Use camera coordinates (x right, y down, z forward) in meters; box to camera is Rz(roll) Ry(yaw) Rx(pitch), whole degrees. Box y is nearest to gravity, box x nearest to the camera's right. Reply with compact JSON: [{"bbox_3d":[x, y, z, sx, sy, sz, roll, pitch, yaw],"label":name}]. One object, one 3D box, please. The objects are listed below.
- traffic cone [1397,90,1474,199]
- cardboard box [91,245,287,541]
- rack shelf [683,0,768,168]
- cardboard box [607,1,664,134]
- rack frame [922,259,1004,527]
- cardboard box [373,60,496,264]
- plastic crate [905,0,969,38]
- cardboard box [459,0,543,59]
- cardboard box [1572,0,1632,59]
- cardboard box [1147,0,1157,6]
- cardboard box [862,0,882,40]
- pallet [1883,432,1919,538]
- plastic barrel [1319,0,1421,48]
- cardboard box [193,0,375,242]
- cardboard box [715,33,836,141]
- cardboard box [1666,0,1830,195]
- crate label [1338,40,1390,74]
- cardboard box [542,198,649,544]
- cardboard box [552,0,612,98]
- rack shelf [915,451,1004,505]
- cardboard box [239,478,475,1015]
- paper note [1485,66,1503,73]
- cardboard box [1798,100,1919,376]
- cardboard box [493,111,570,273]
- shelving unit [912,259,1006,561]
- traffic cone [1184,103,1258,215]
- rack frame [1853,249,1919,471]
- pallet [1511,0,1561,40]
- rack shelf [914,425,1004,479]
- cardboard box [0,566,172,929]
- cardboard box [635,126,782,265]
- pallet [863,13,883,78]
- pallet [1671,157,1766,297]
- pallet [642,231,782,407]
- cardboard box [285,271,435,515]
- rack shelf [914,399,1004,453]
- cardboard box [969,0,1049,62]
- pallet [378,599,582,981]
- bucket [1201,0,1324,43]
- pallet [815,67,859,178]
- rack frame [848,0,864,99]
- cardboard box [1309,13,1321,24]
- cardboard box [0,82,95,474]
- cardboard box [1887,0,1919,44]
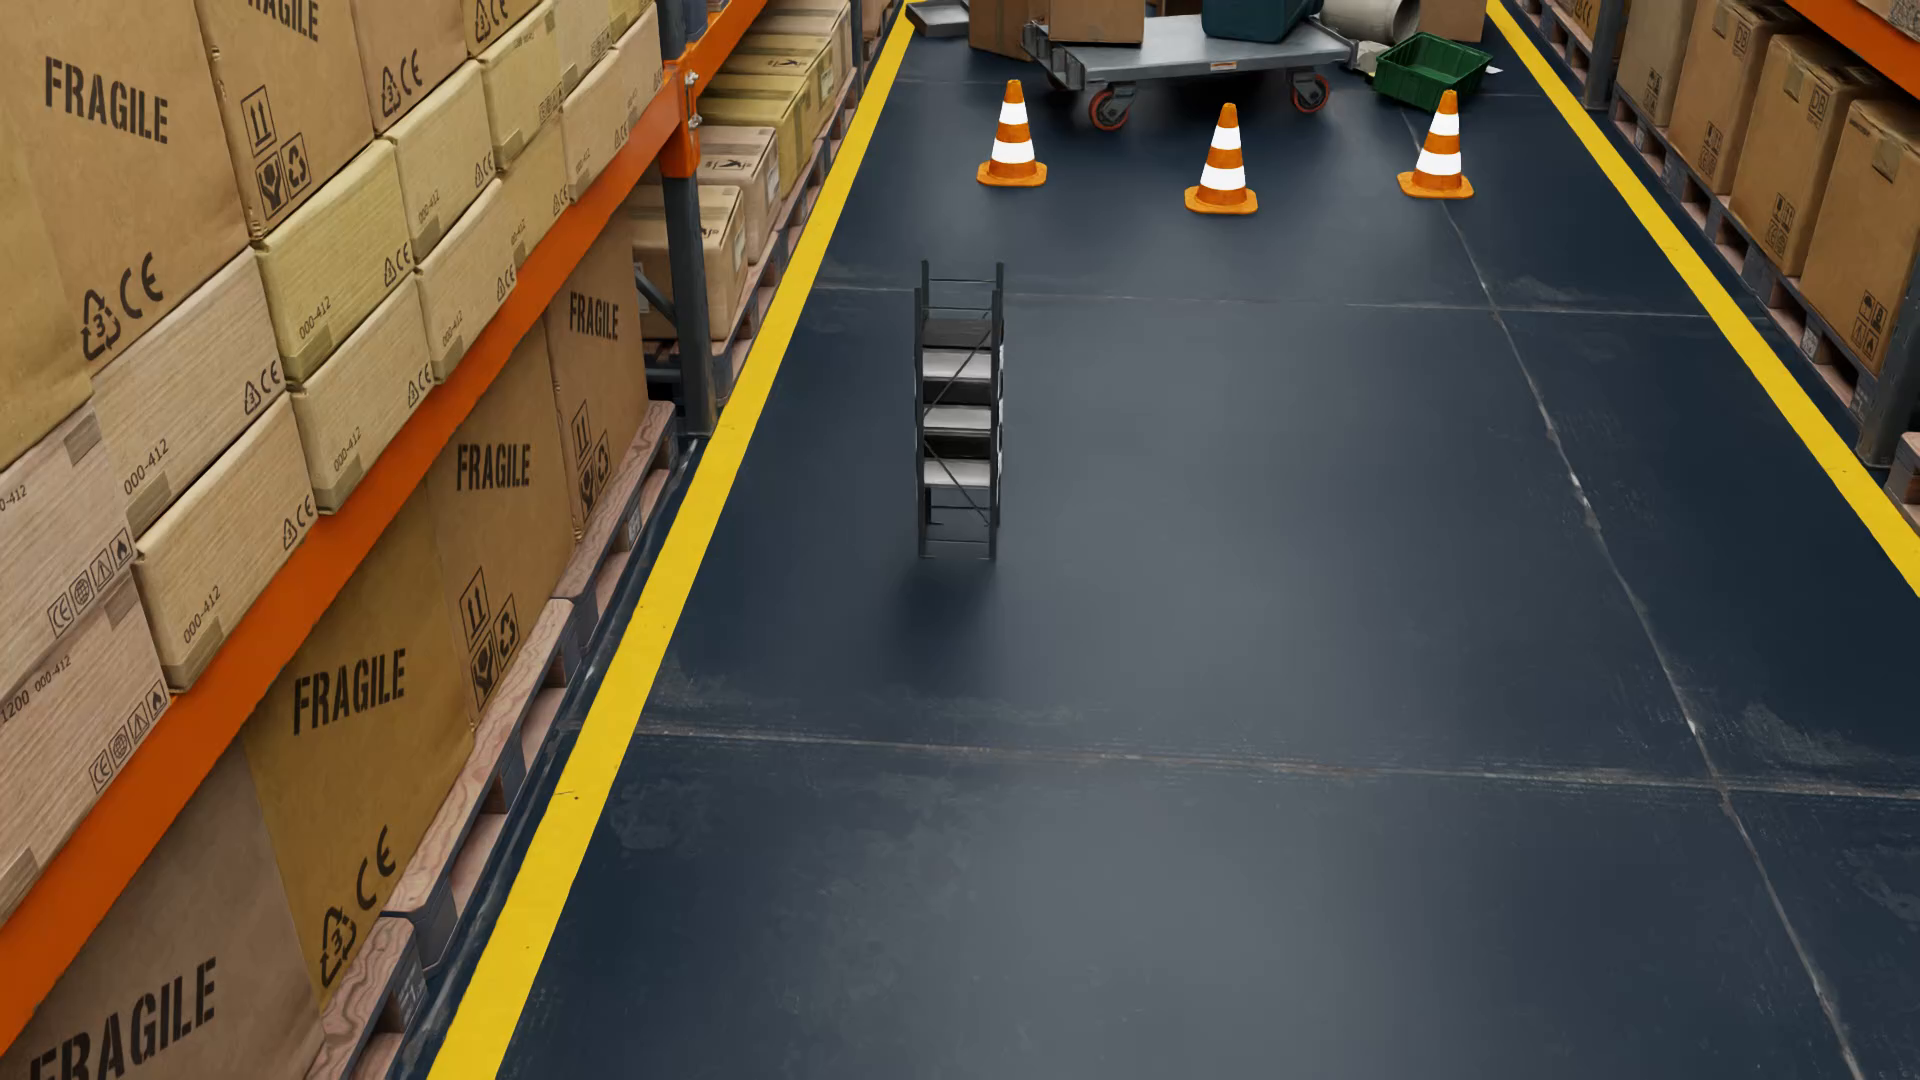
[{"bbox_3d":[2.289,-1.900,7.892,0.336,0.463,0.334,2,32,4],"label":"traffic cone"},{"bbox_3d":[-1.359,-0.233,2.436,0.500,0.250,0.500,3,32,5],"label":"cardboard box"},{"bbox_3d":[-1.202,-2.424,7.009,1.077,0.370,4.000,2,32,4],"label":"rack shelf"},{"bbox_3d":[-1.147,-1.345,4.716,0.500,0.250,0.500,1,32,2],"label":"cardboard box"},{"bbox_3d":[0.008,-0.432,5.093,0.240,0.900,0.006,2,32,4],"label":"rack frame"},{"bbox_3d":[-1.252,-0.760,3.291,0.500,0.250,0.500,2,32,2],"label":"cardboard box"},{"bbox_3d":[-0.094,-3.319,10.559,0.402,0.080,0.583,-8,33,-13],"label":"plastic crate"},{"bbox_3d":[-1.227,-1.343,3.521,0.500,0.500,0.500,2,32,4],"label":"cardboard box"},{"bbox_3d":[4.024,-3.217,9.236,0.875,0.875,0.875,3,32,5],"label":"cardboard box"},{"bbox_3d":[1.667,-3.778,10.900,0.797,0.503,0.637,-20,37,-29],"label":"cardboard box"},{"bbox_3d":[-0.722,-3.081,9.611,0.500,0.250,0.500,1,32,2],"label":"cardboard box"},{"bbox_3d":[3.512,0.070,4.935,1.003,0.211,1.213,2,32,4],"label":"pallet"},{"bbox_3d":[2.466,-3.179,10.005,0.512,0.421,0.421,27,41,37],"label":"plastic barrel"},{"bbox_3d":[-1.311,-0.808,2.653,0.500,0.500,0.500,2,32,3],"label":"cardboard box"},{"bbox_3d":[-1.134,-2.185,8.041,0.950,0.372,0.625,4,32,7],"label":"cardboard box"},{"bbox_3d":[3.860,-2.005,7.389,1.050,0.750,0.750,2,32,4],"label":"cardboard box"},{"bbox_3d":[2.360,-2.816,9.690,0.298,0.136,0.250,-20,37,-29],"label":"crate label"},{"bbox_3d":[-1.504,-0.601,4.990,0.875,0.875,0.875,2,32,4],"label":"cardboard box"},{"bbox_3d":[-1.189,-1.301,4.168,0.500,0.250,0.500,2,32,3],"label":"cardboard box"},{"bbox_3d":[-0.001,-0.197,5.119,0.258,0.077,0.200,2,32,4],"label":"rack shelf"},{"bbox_3d":[-1.654,0.333,3.475,0.875,0.875,0.875,3,32,5],"label":"cardboard box"},{"bbox_3d":[3.055,-2.743,9.672,0.147,0.020,0.142,-20,37,-29],"label":"paper note"},{"bbox_3d":[3.716,-1.061,5.857,1.050,0.750,0.750,2,32,3],"label":"cardboard box"},{"bbox_3d":[-1.230,-0.814,3.855,0.500,0.250,0.500,2,32,3],"label":"cardboard box"},{"bbox_3d":[-0.001,-0.379,5.007,0.258,0.900,0.210,2,32,4],"label":"shelving unit"},{"bbox_3d":[1.229,-1.793,7.718,0.336,0.463,0.334,2,32,4],"label":"traffic cone"},{"bbox_3d":[3.577,-1.525,4.866,1.000,3.000,0.127,2,32,4],"label":"rack frame"},{"bbox_3d":[4.140,-3.464,10.669,1.003,0.211,1.213,2,32,4],"label":"pallet"},{"bbox_3d":[-0.001,-0.274,5.072,0.258,0.077,0.200,2,32,4],"label":"rack shelf"},{"bbox_3d":[-1.391,0.253,2.124,0.500,0.250,0.500,2,32,3],"label":"cardboard box"},{"bbox_3d":[-1.257,-1.425,6.808,0.950,0.372,0.625,2,32,3],"label":"cardboard box"},{"bbox_3d":[-1.019,-2.941,9.821,1.003,0.211,1.213,2,32,4],"label":"pallet"},{"bbox_3d":[3.818,-1.383,7.294,1.003,0.211,1.213,2,32,4],"label":"pallet"},{"bbox_3d":[-1.299,-0.905,6.518,1.003,0.211,1.213,2,32,4],"label":"pallet"},{"bbox_3d":[-1.293,-0.285,2.997,0.500,0.250,0.500,2,32,4],"label":"cardboard box"},{"bbox_3d":[-0.001,-0.350,5.025,0.258,0.077,0.200,2,32,4],"label":"rack shelf"},{"bbox_3d":[0.405,-3.215,9.987,0.500,0.500,0.500,27,41,37],"label":"cardboard box"},{"bbox_3d":[-1.606,0.548,4.159,1.003,0.211,1.213,2,32,4],"label":"pallet"},{"bbox_3d":[1.616,-3.040,8.995,0.726,0.611,0.620,14,44,21],"label":"bucket"},{"bbox_3d":[-1.101,-2.181,8.588,1.003,0.211,1.213,2,32,4],"label":"pallet"},{"bbox_3d":[-1.039,-3.776,8.517,1.000,3.000,0.127,2,32,4],"label":"rack frame"},{"bbox_3d":[2.207,-3.431,10.563,0.396,0.266,0.258,8,32,12],"label":"cardboard box"},{"bbox_3d":[-1.368,-0.278,1.794,0.500,0.500,0.500,3,32,5],"label":"cardboard box"},{"bbox_3d":[3.346,-1.815,5.241,0.500,0.500,0.500,2,32,4],"label":"cardboard box"}]
